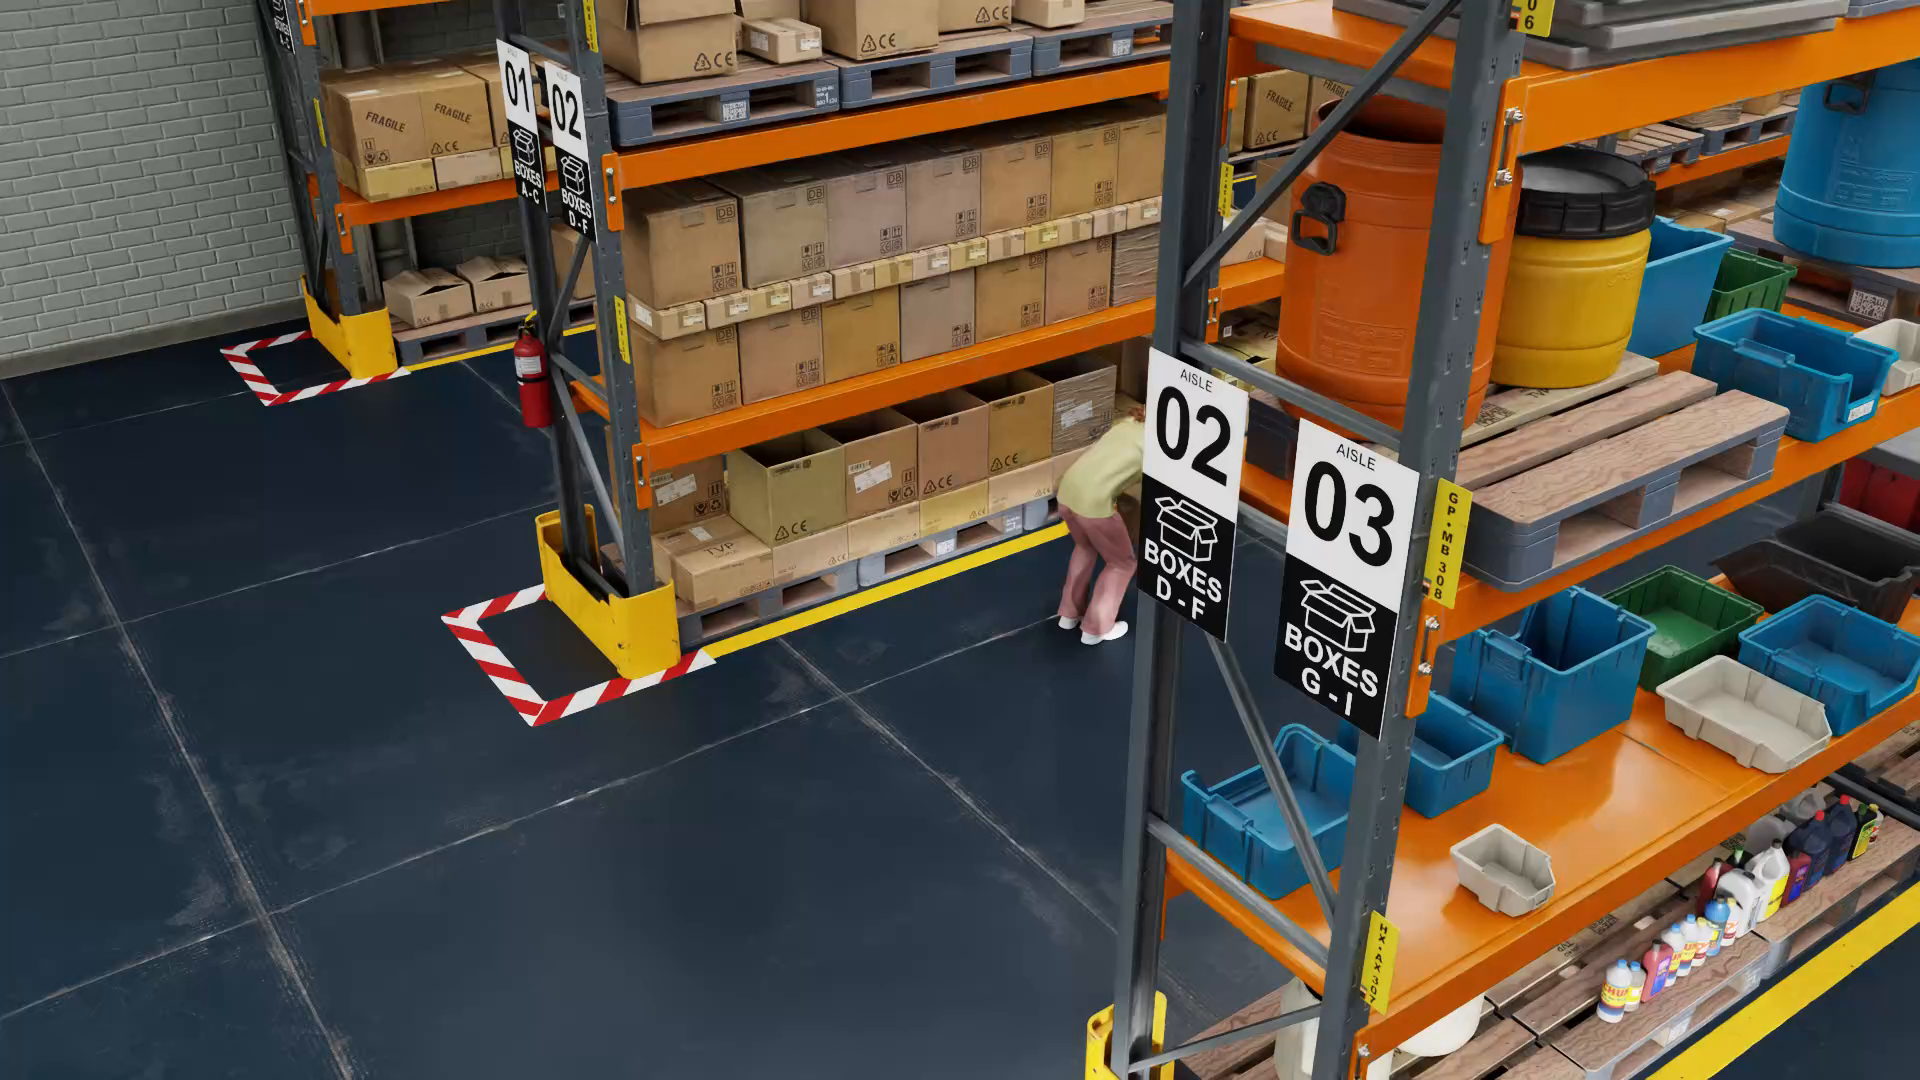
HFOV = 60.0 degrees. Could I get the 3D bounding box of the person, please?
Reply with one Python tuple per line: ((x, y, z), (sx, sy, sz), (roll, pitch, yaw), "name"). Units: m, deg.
((0.885, -0.155, 9.208), (0.762, 1.393, 0.417), (-20, 34, -32), "person")
